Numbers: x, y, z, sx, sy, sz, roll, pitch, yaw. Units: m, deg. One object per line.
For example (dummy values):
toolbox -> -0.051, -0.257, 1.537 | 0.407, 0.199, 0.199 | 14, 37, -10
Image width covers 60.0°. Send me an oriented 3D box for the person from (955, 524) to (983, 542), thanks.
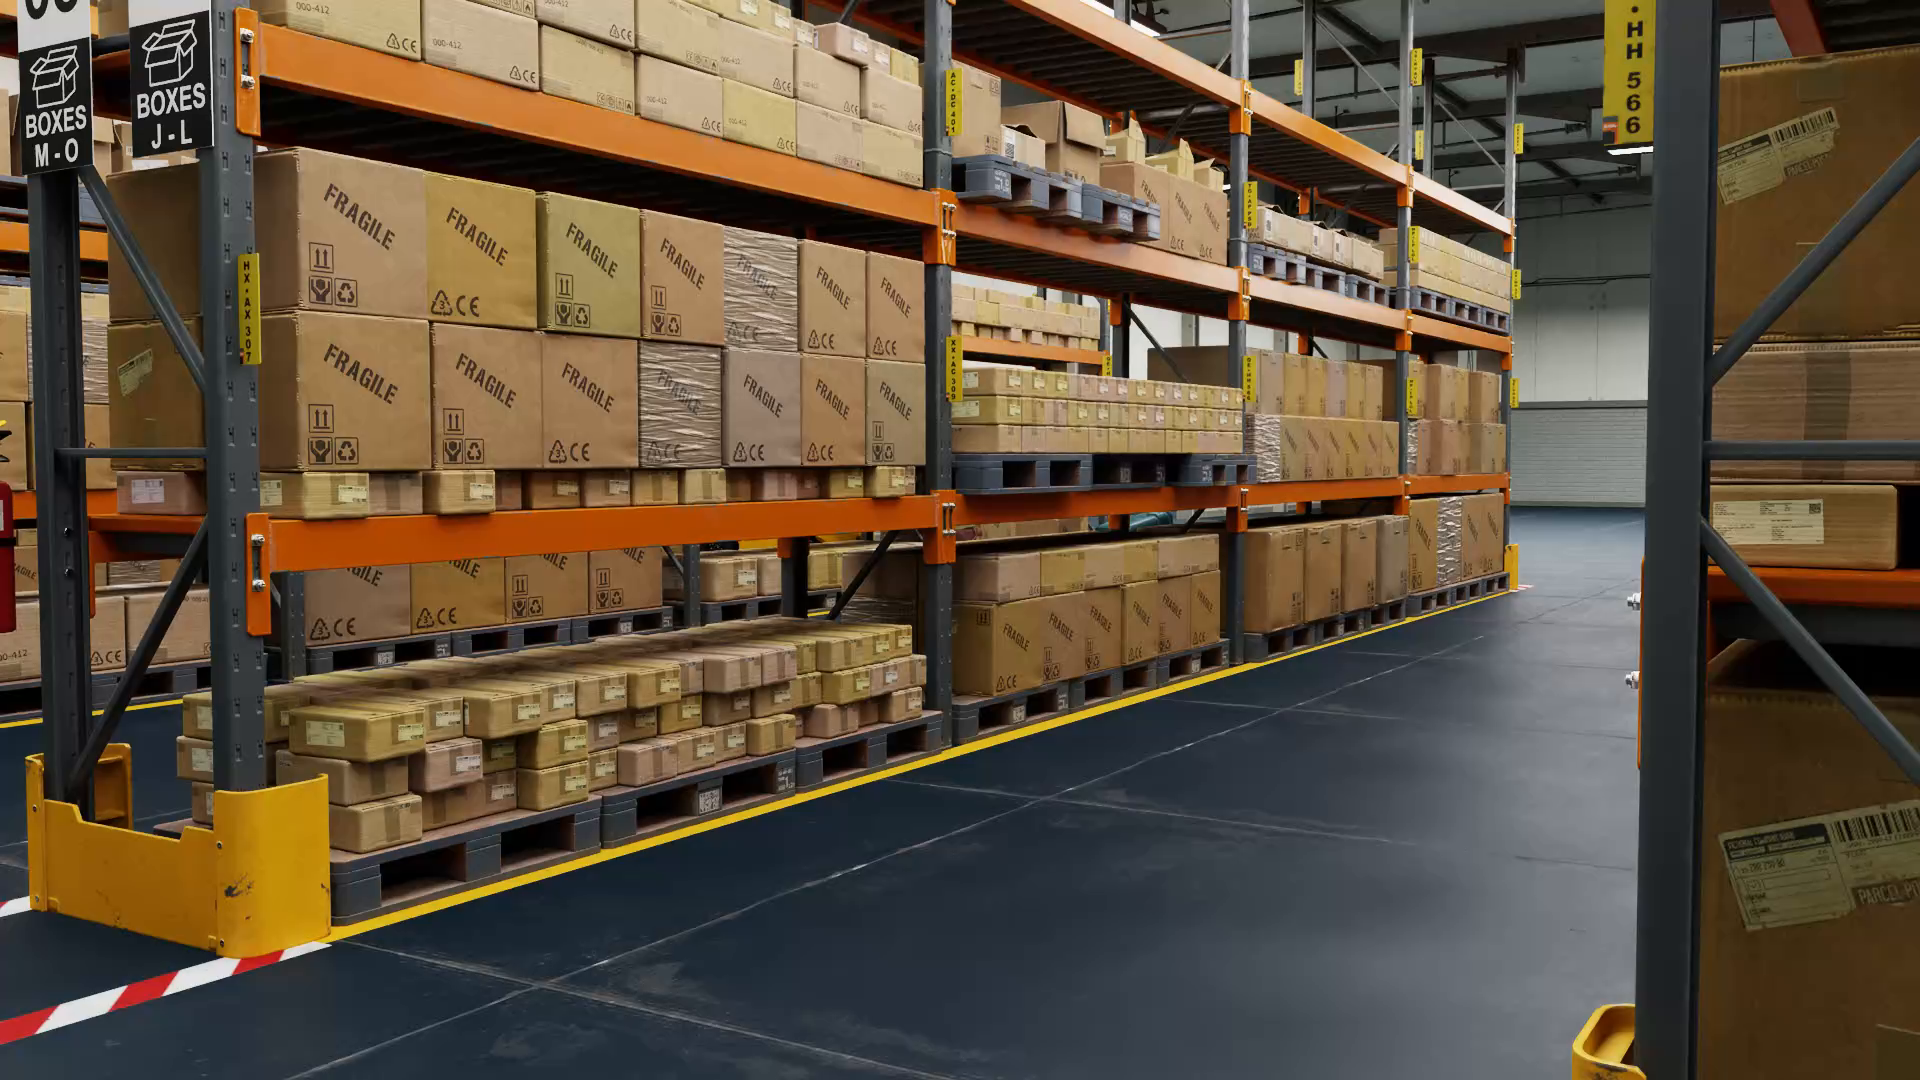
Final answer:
person -> -0.026, -0.088, 14.796 | 0.499, 1.673, 0.356 | 2, 3, 29
